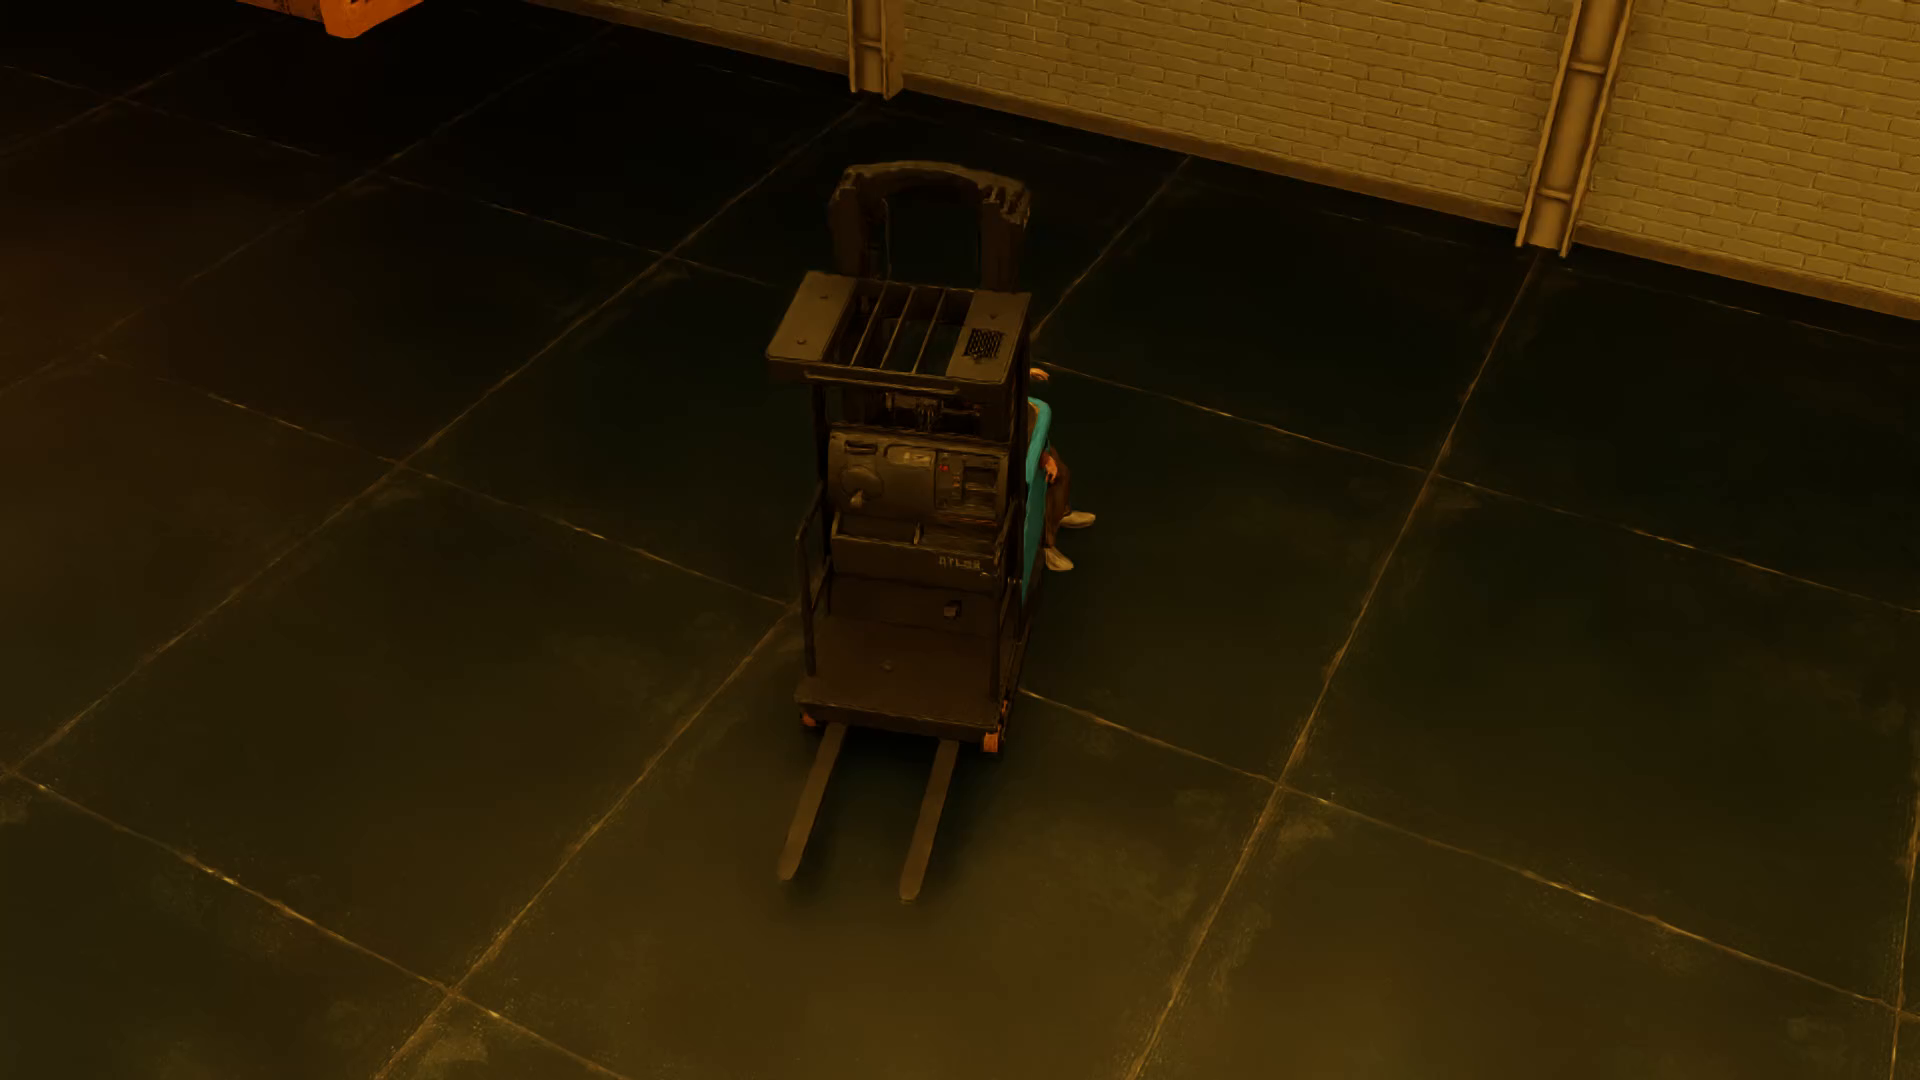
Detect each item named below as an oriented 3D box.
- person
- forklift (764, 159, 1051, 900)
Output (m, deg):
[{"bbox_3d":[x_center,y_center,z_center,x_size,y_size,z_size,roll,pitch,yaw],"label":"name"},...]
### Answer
[{"bbox_3d":[0.402,-0.597,9.808,0.892,1.540,0.963,-16,43,-18],"label":"person"},{"bbox_3d":[-0.254,-0.243,8.275,1.130,2.935,3.031,7,41,9],"label":"forklift"}]
